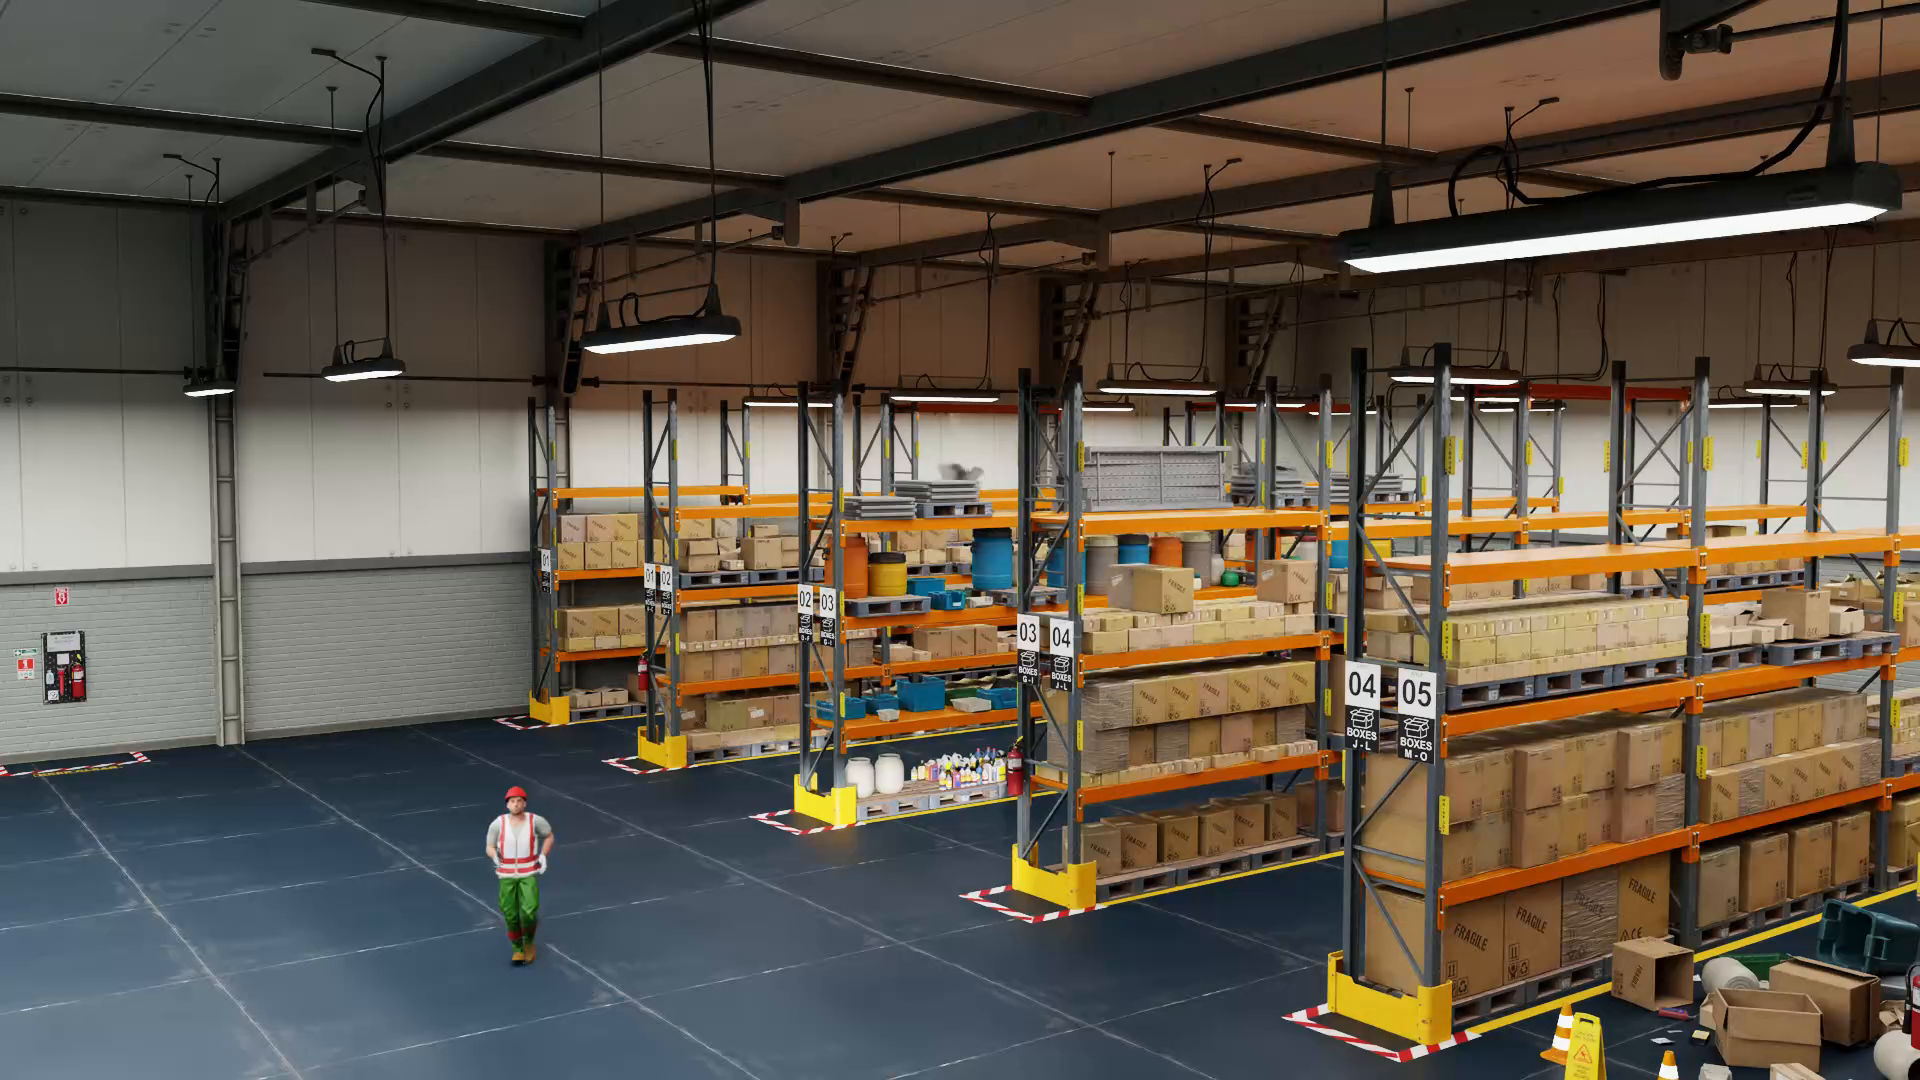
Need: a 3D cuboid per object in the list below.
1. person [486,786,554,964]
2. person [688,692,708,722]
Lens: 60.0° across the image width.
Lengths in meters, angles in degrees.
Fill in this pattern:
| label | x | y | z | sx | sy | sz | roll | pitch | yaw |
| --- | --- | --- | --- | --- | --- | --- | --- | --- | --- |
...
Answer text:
| label | x | y | z | sx | sy | sz | roll | pitch | yaw |
| --- | --- | --- | --- | --- | --- | --- | --- | --- | --- |
| person | -4.329 | 3.310 | 16.318 | 0.639 | 1.759 | 0.612 | -1 | 3 | -10 |
| person | -4.568 | 2.567 | 29.002 | 0.789 | 1.861 | 0.710 | -3 | 4 | -41 |
